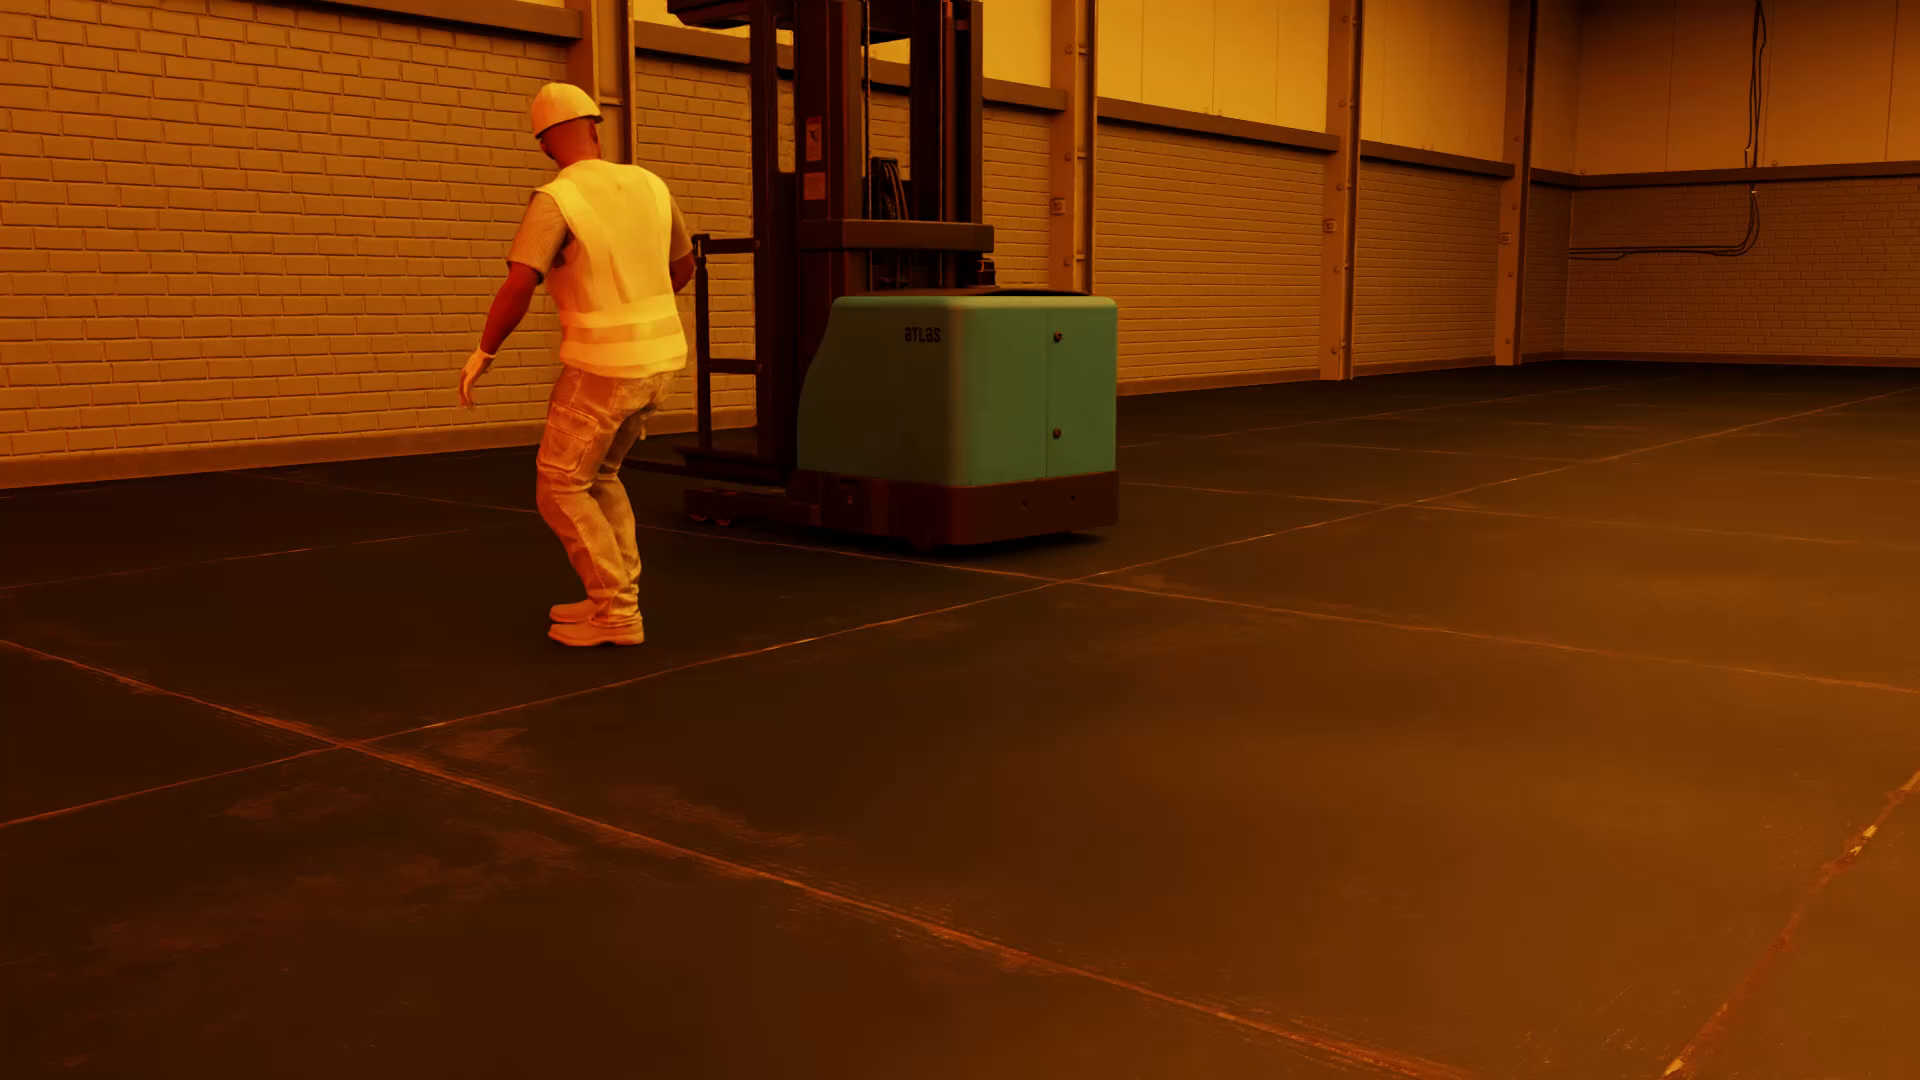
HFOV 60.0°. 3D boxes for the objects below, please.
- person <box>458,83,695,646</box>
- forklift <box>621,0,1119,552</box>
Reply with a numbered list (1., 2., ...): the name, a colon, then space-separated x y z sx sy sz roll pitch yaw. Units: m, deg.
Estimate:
1. person: -1.170 -0.540 5.195 0.527 1.728 0.786 4 9 24
2. forklift: -0.679 -1.561 7.950 1.130 2.935 3.031 -8 12 -44
